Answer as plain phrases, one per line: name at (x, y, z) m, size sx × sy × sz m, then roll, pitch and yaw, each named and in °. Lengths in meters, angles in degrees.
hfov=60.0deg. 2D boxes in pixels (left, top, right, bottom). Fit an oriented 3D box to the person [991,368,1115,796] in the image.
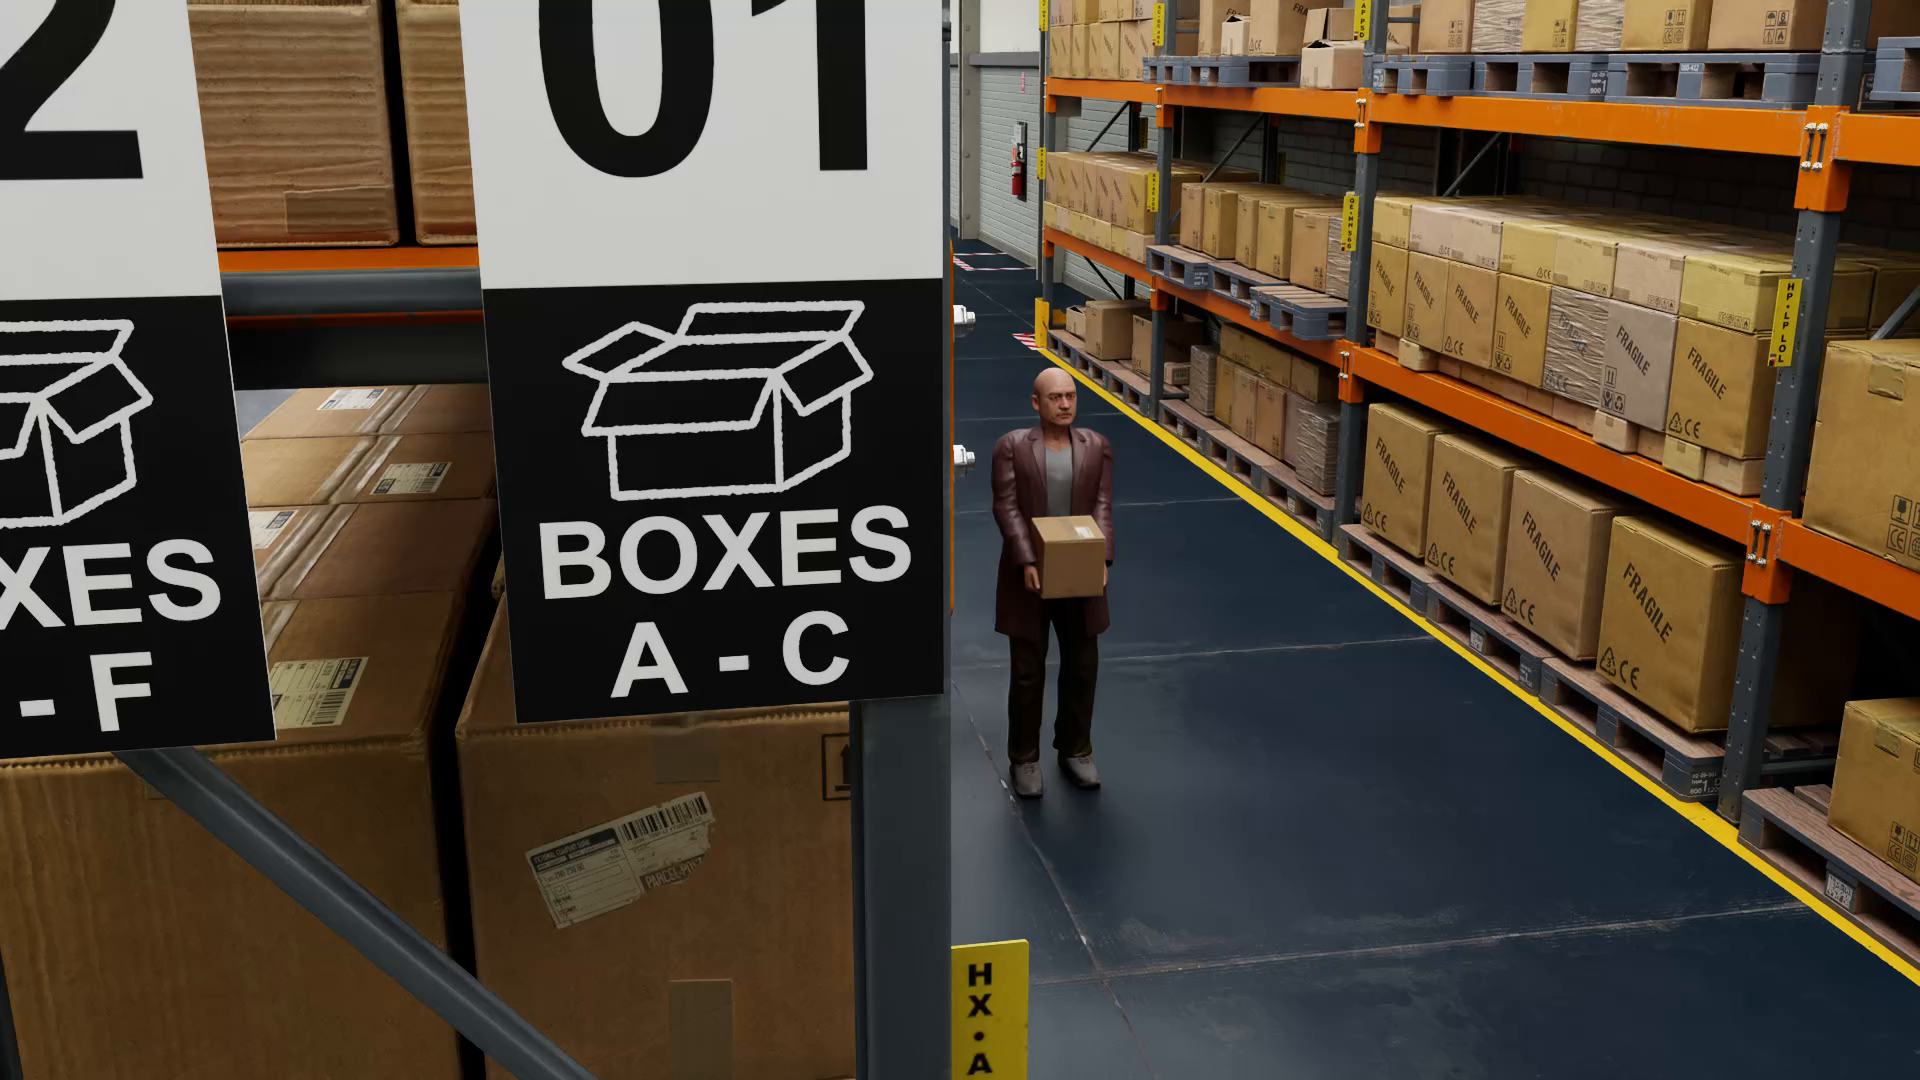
person at (0.409, 0.190, 6.913) m, size 0.527 × 1.769 × 0.555 m, roll -3°, pitch 16°, yaw -10°
